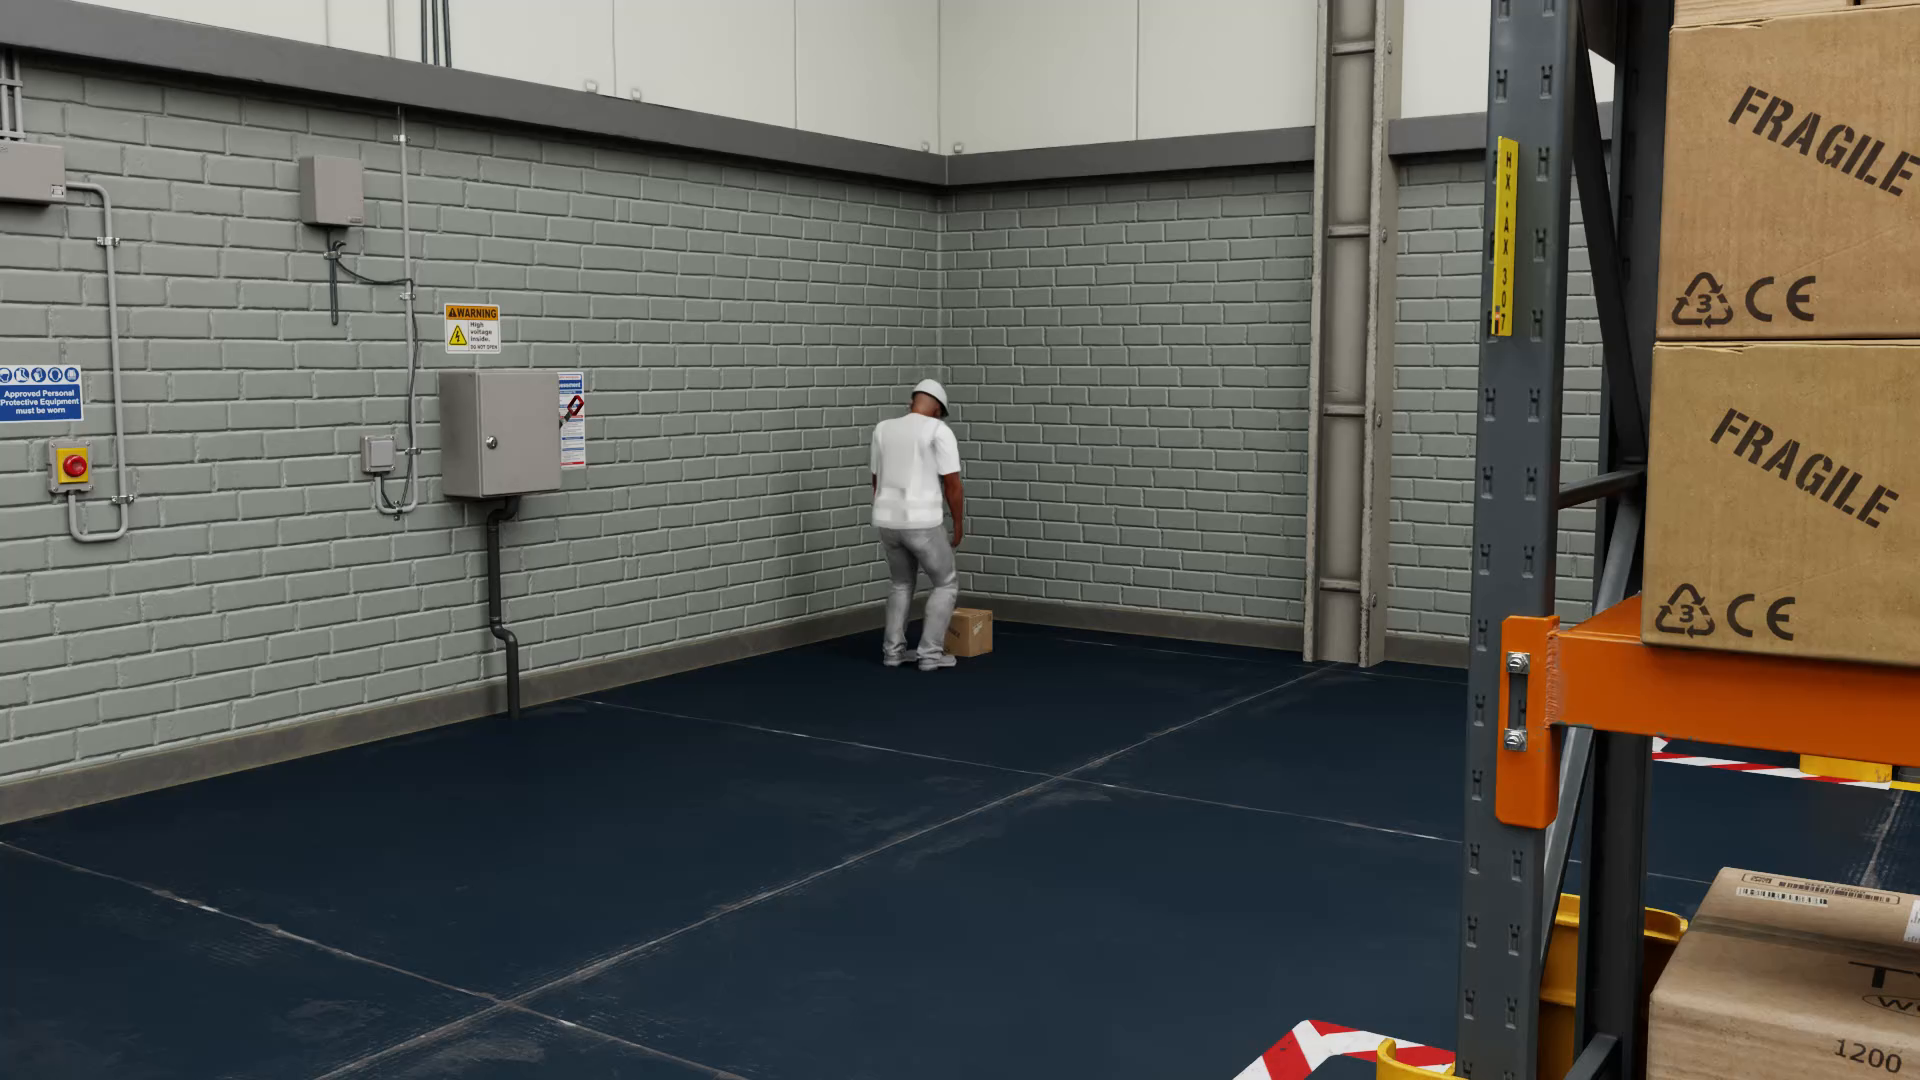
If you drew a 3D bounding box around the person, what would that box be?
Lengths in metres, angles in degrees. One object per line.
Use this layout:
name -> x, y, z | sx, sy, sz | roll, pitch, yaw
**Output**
person -> -0.256, -0.098, 9.602 | 0.610, 1.651, 0.554 | 4, 8, 35
